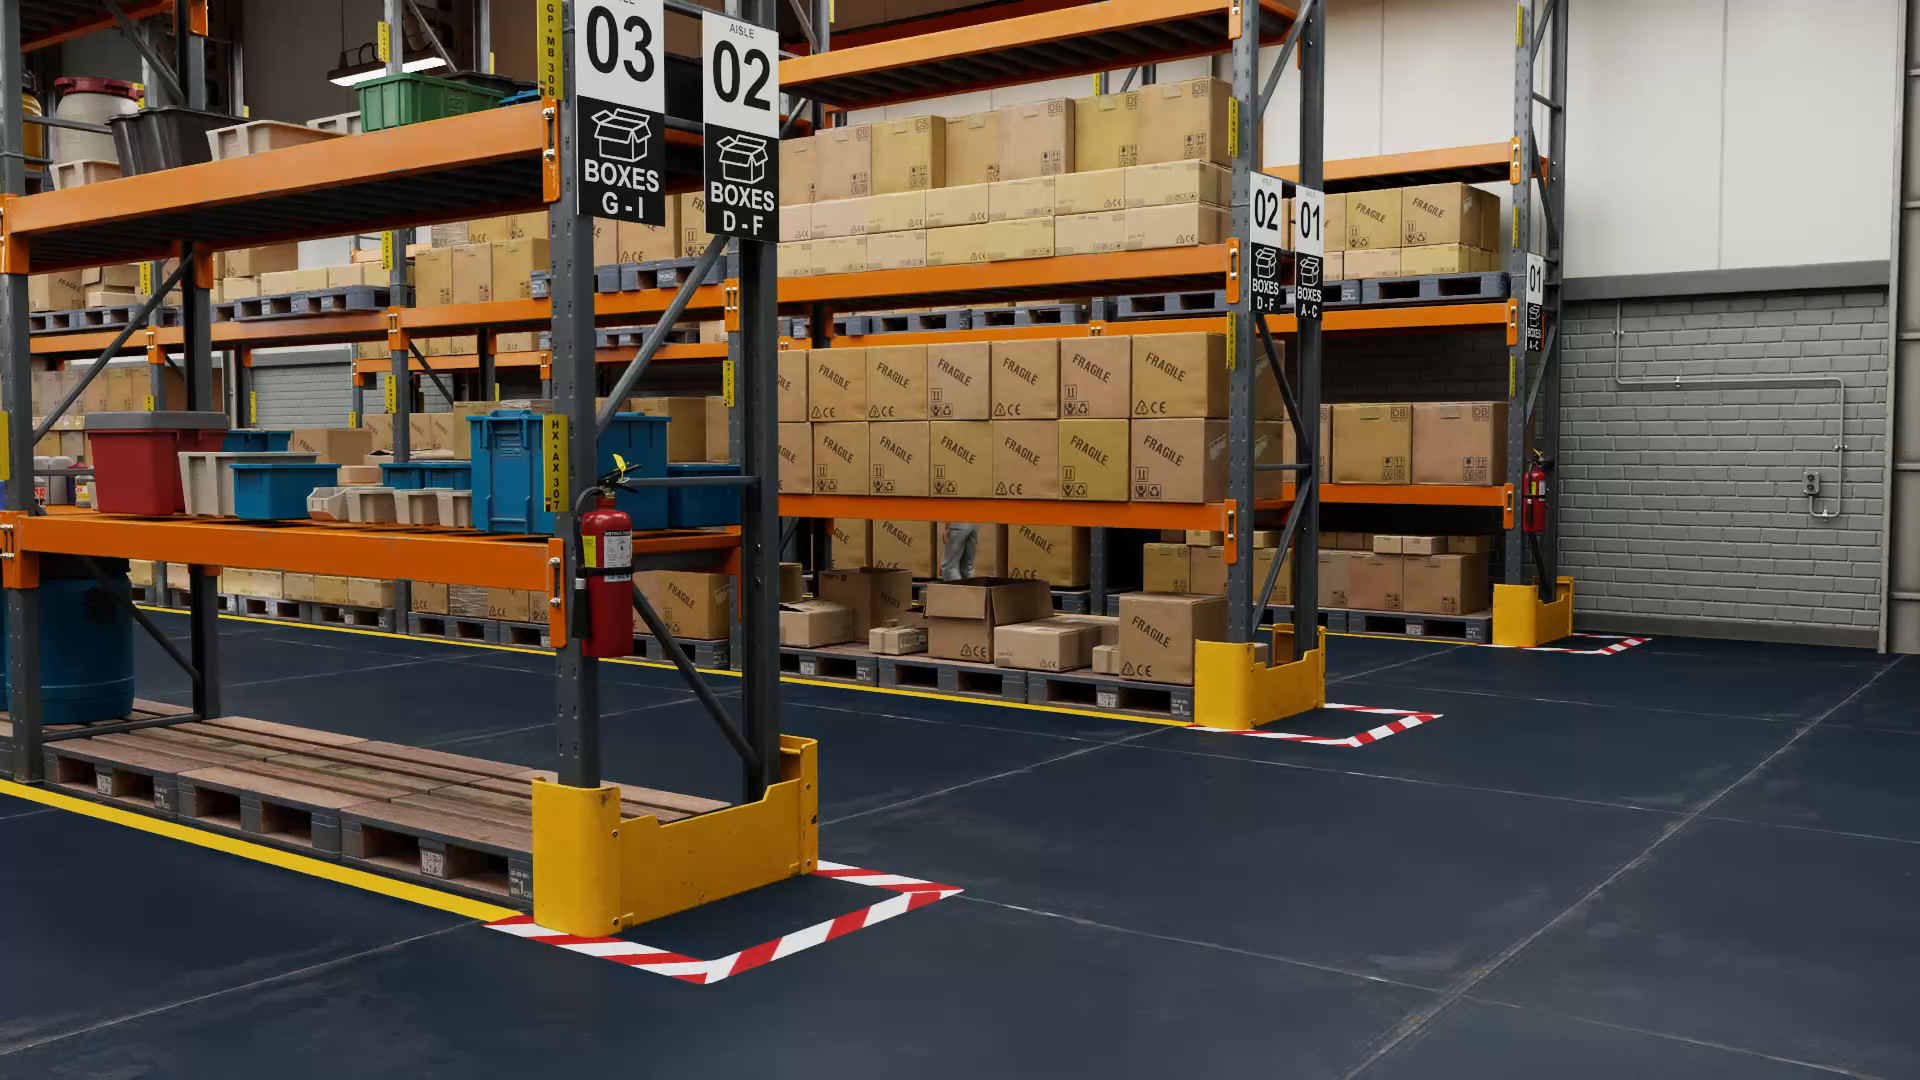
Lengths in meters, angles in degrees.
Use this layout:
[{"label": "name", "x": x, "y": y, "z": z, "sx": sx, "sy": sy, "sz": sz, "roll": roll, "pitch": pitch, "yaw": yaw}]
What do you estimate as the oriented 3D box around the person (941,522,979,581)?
[{"label": "person", "x": -0.012, "y": -0.089, "z": 15.693, "sx": 0.364, "sy": 1.671, "sz": 0.504, "roll": 2, "pitch": 4, "yaw": 33}]
